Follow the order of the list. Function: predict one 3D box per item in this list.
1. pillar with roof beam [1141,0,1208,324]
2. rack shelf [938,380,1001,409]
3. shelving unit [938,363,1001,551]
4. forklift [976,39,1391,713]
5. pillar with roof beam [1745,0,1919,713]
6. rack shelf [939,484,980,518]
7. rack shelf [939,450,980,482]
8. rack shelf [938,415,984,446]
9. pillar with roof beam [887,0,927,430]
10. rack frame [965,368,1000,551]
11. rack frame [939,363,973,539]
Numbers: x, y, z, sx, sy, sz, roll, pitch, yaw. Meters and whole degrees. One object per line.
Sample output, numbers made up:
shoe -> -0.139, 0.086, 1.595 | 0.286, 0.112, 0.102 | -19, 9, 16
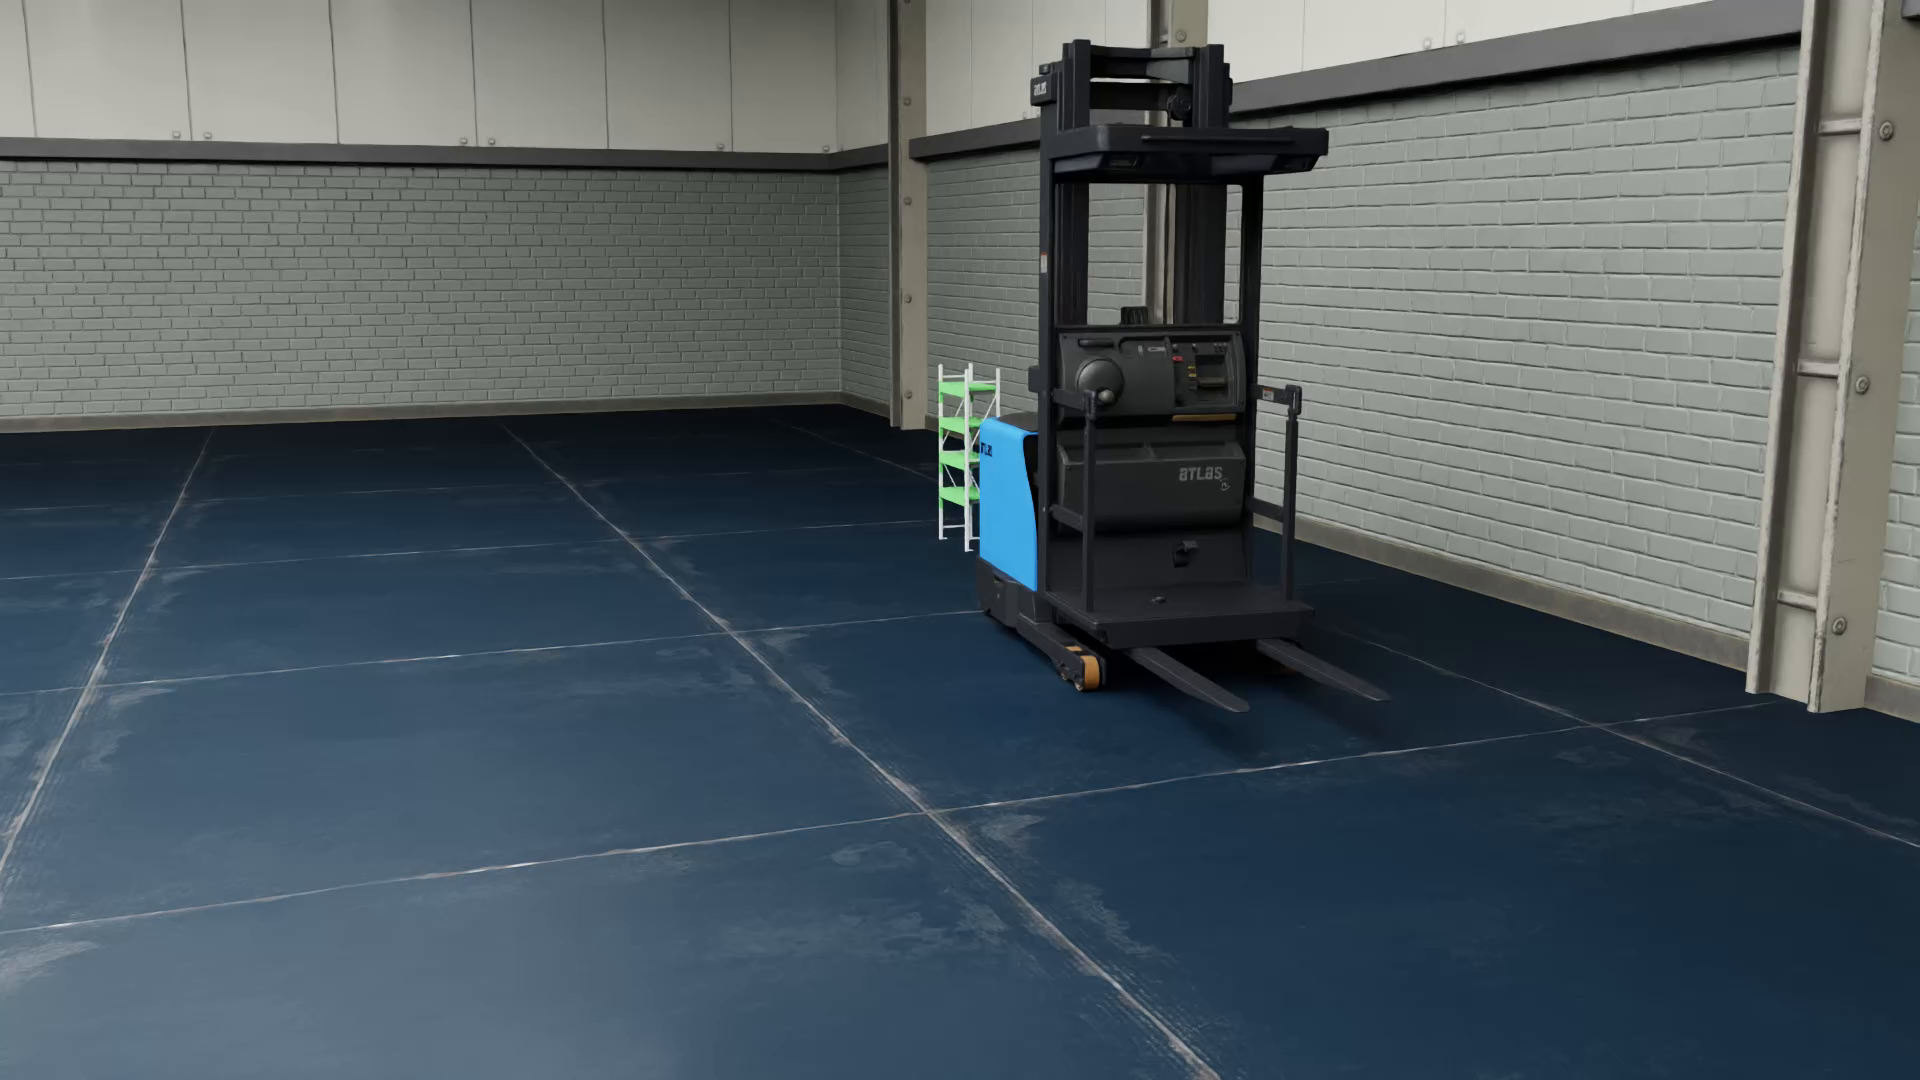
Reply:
pillar with roof beam -> -2.404, -4.428, 10.618 | 9.100, 9.000, 0.400 | -4, 11, -21
rack shelf -> 0.060, -0.973, 11.090 | 0.258, 0.148, 0.480 | -4, 11, -21
shelving unit -> 0.060, -0.564, 11.163 | 0.258, 1.200, 0.503 | -4, 11, -21
forklift -> 0.981, -0.831, 7.722 | 1.130, 2.935, 3.031 | -3, 10, -15
pillar with roof beam -> -0.230, -3.449, 5.112 | 9.100, 9.000, 0.400 | -4, 11, -21
rack shelf -> 0.060, -0.265, 11.216 | 0.258, 0.148, 0.480 | -4, 11, -21
rack shelf -> 0.060, -0.501, 11.174 | 0.258, 0.148, 0.480 | -4, 11, -21
rack shelf -> 0.060, -0.737, 11.132 | 0.258, 0.148, 0.480 | -4, 11, -21
pillar with roof beam -> -4.579, -5.407, 16.124 | 9.100, 9.000, 0.400 | -4, 11, -21
rack frame -> 0.148, -0.524, 10.939 | 0.240, 1.200, 0.015 | -4, 11, -21
rack frame -> -0.028, -0.604, 11.387 | 0.240, 1.200, 0.015 | -4, 11, -21
